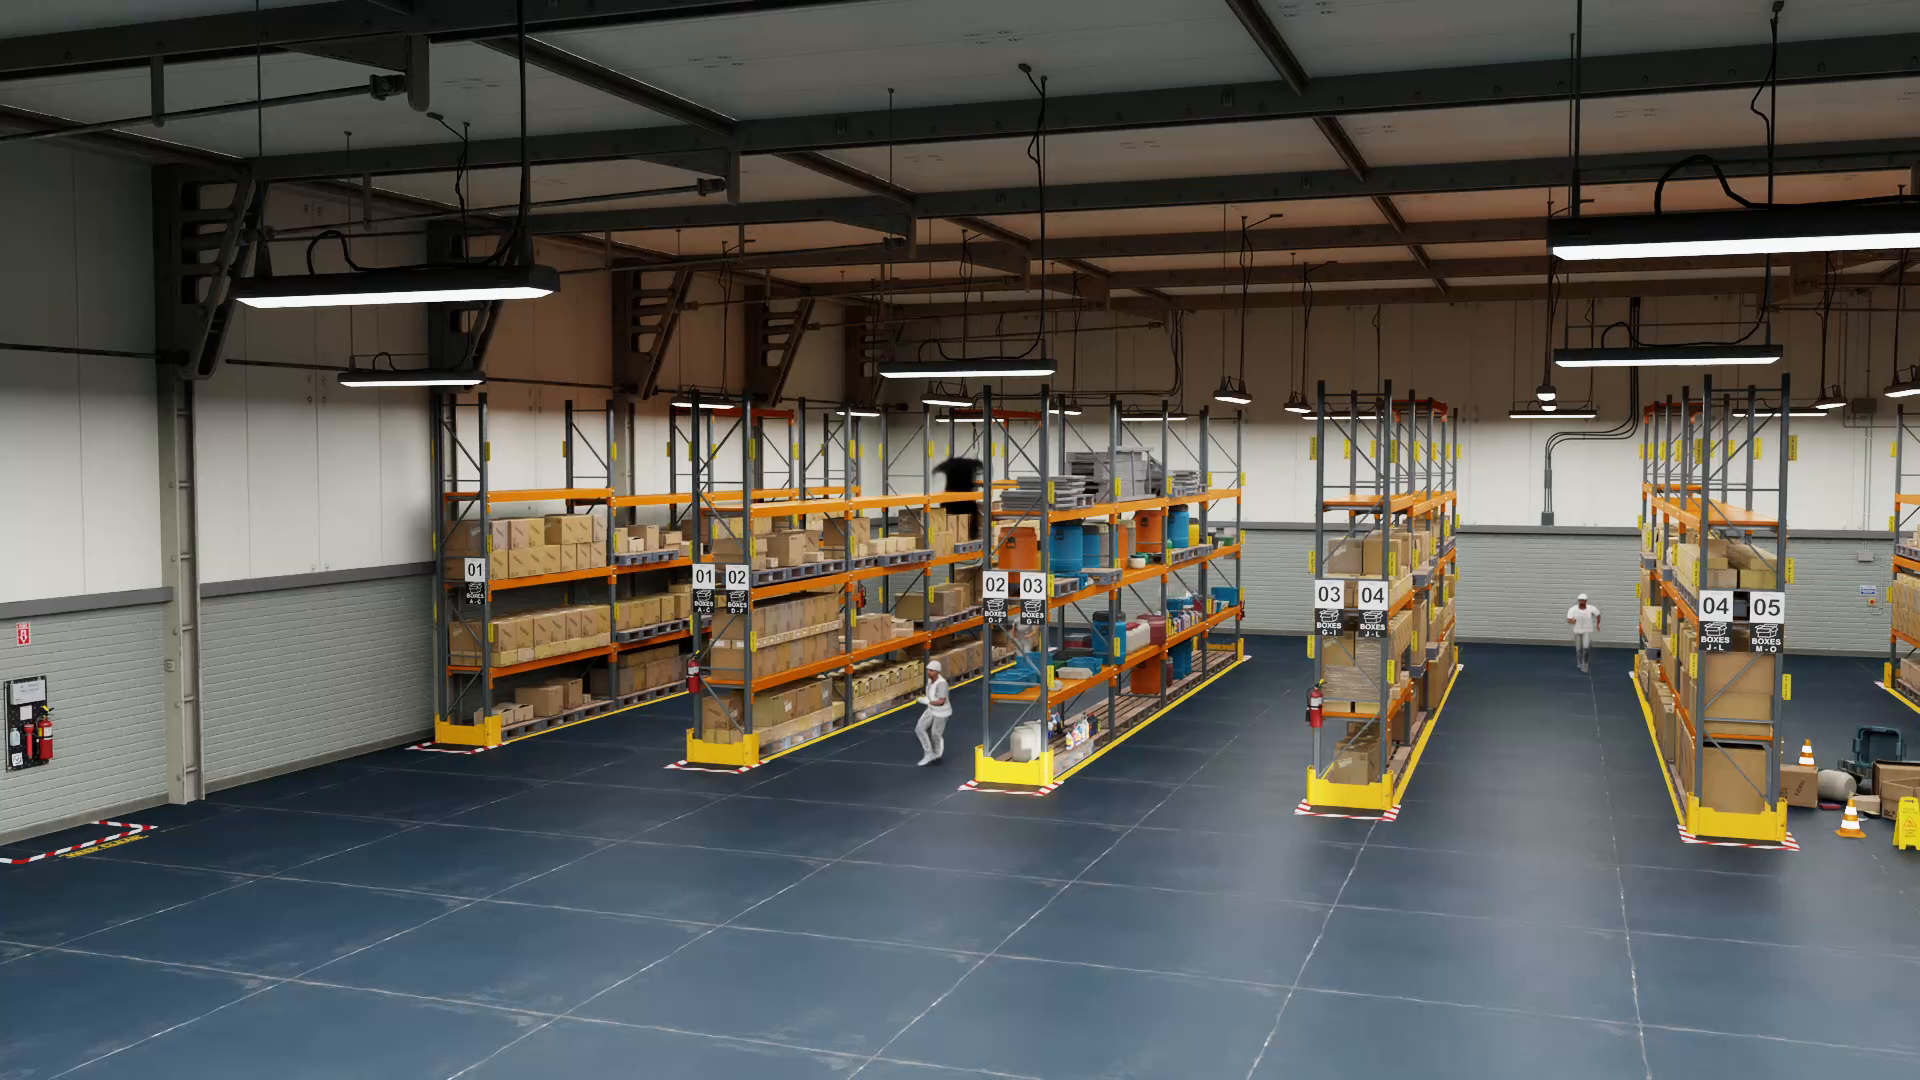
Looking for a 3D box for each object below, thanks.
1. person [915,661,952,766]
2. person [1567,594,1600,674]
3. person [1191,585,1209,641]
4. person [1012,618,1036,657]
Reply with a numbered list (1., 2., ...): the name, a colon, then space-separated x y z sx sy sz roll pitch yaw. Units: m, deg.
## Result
1. person: -0.418 2.728 26.397 0.727 1.677 0.830 -3 4 -42
2. person: 14.108 2.120 37.677 0.682 1.811 0.824 2 3 28
3. person: 6.314 1.923 43.844 0.598 1.504 0.764 -3 4 -43
4. person: 1.396 2.264 36.374 0.523 1.589 0.652 0 3 3
